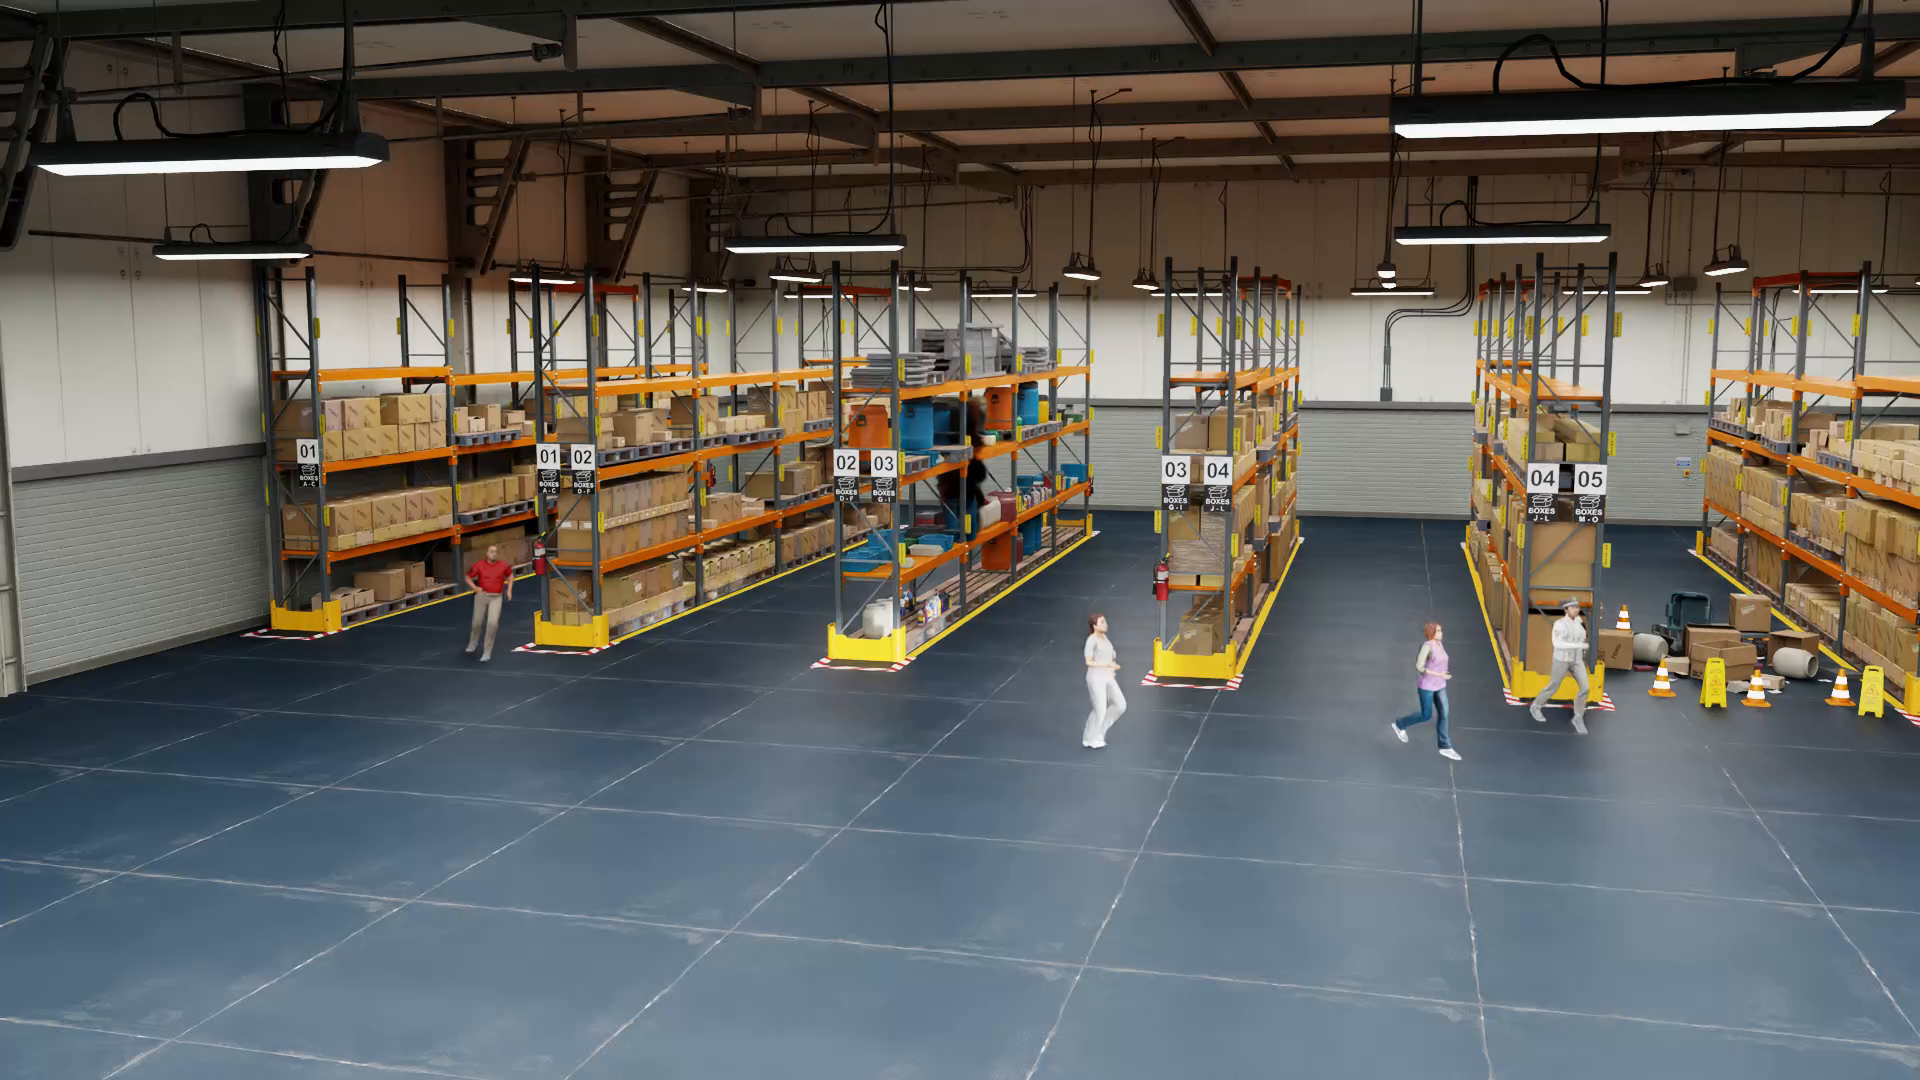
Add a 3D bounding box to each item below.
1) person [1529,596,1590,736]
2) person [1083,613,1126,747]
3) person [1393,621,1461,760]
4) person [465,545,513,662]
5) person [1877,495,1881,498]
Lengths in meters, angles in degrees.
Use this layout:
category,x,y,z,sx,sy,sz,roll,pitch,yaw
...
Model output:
category,x,y,z,sx,sy,sz,roll,pitch,yaw
person,7.578,1.537,20.811,0.615,1.741,0.877,-3,8,-21
person,1.720,1.676,19.794,0.577,1.631,0.552,6,9,39
person,5.505,1.746,19.530,0.545,1.579,0.880,-7,10,-42
person,-7.203,0.951,25.440,0.748,1.759,0.825,-2,8,-17
person,18.043,-0.074,32.885,0.655,1.817,0.909,0,7,3
